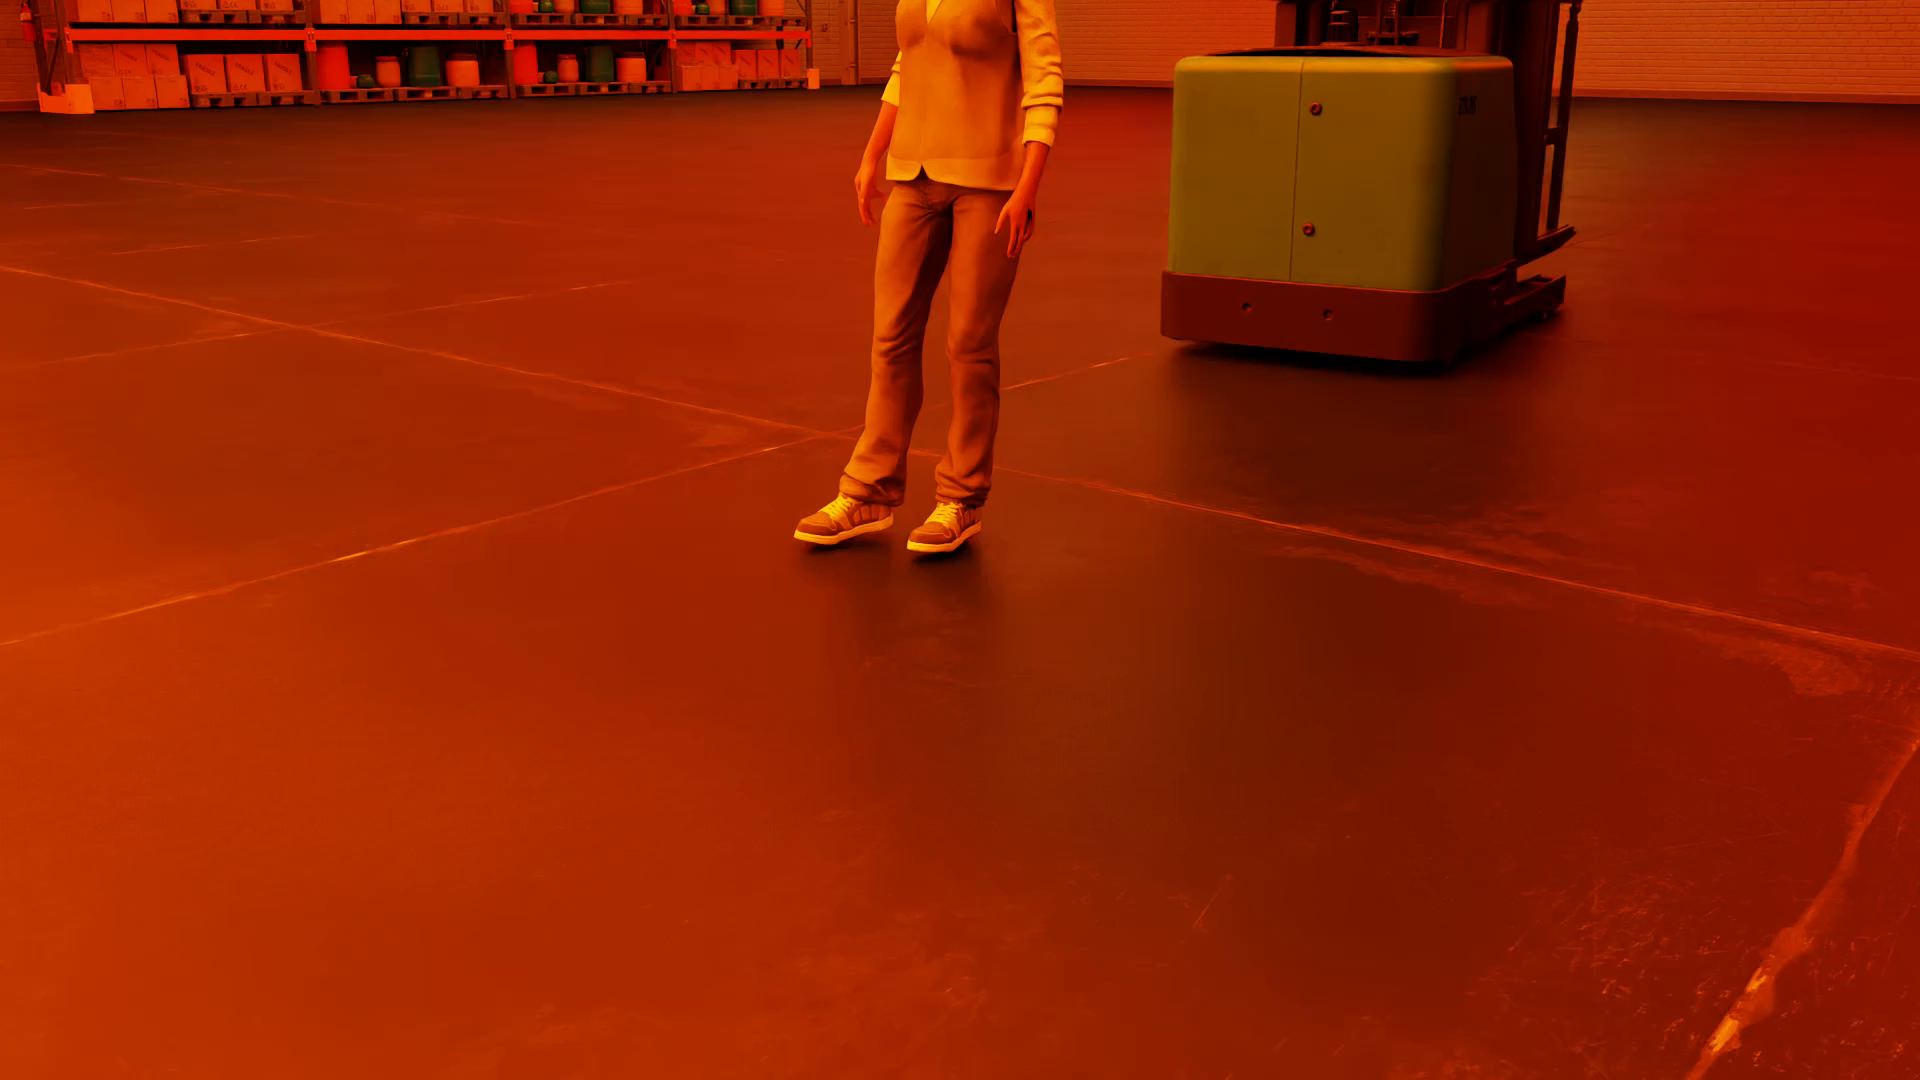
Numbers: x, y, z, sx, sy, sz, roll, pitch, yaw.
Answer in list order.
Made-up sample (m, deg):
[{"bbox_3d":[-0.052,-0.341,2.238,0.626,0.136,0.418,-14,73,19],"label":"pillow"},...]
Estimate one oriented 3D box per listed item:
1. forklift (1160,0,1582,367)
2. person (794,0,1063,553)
[{"bbox_3d":[1.951,-2.388,6.761,1.130,2.935,3.031,10,20,30],"label":"forklift"},{"bbox_3d":[-0.058,-0.757,3.662,0.520,1.597,0.475,13,21,37],"label":"person"}]
